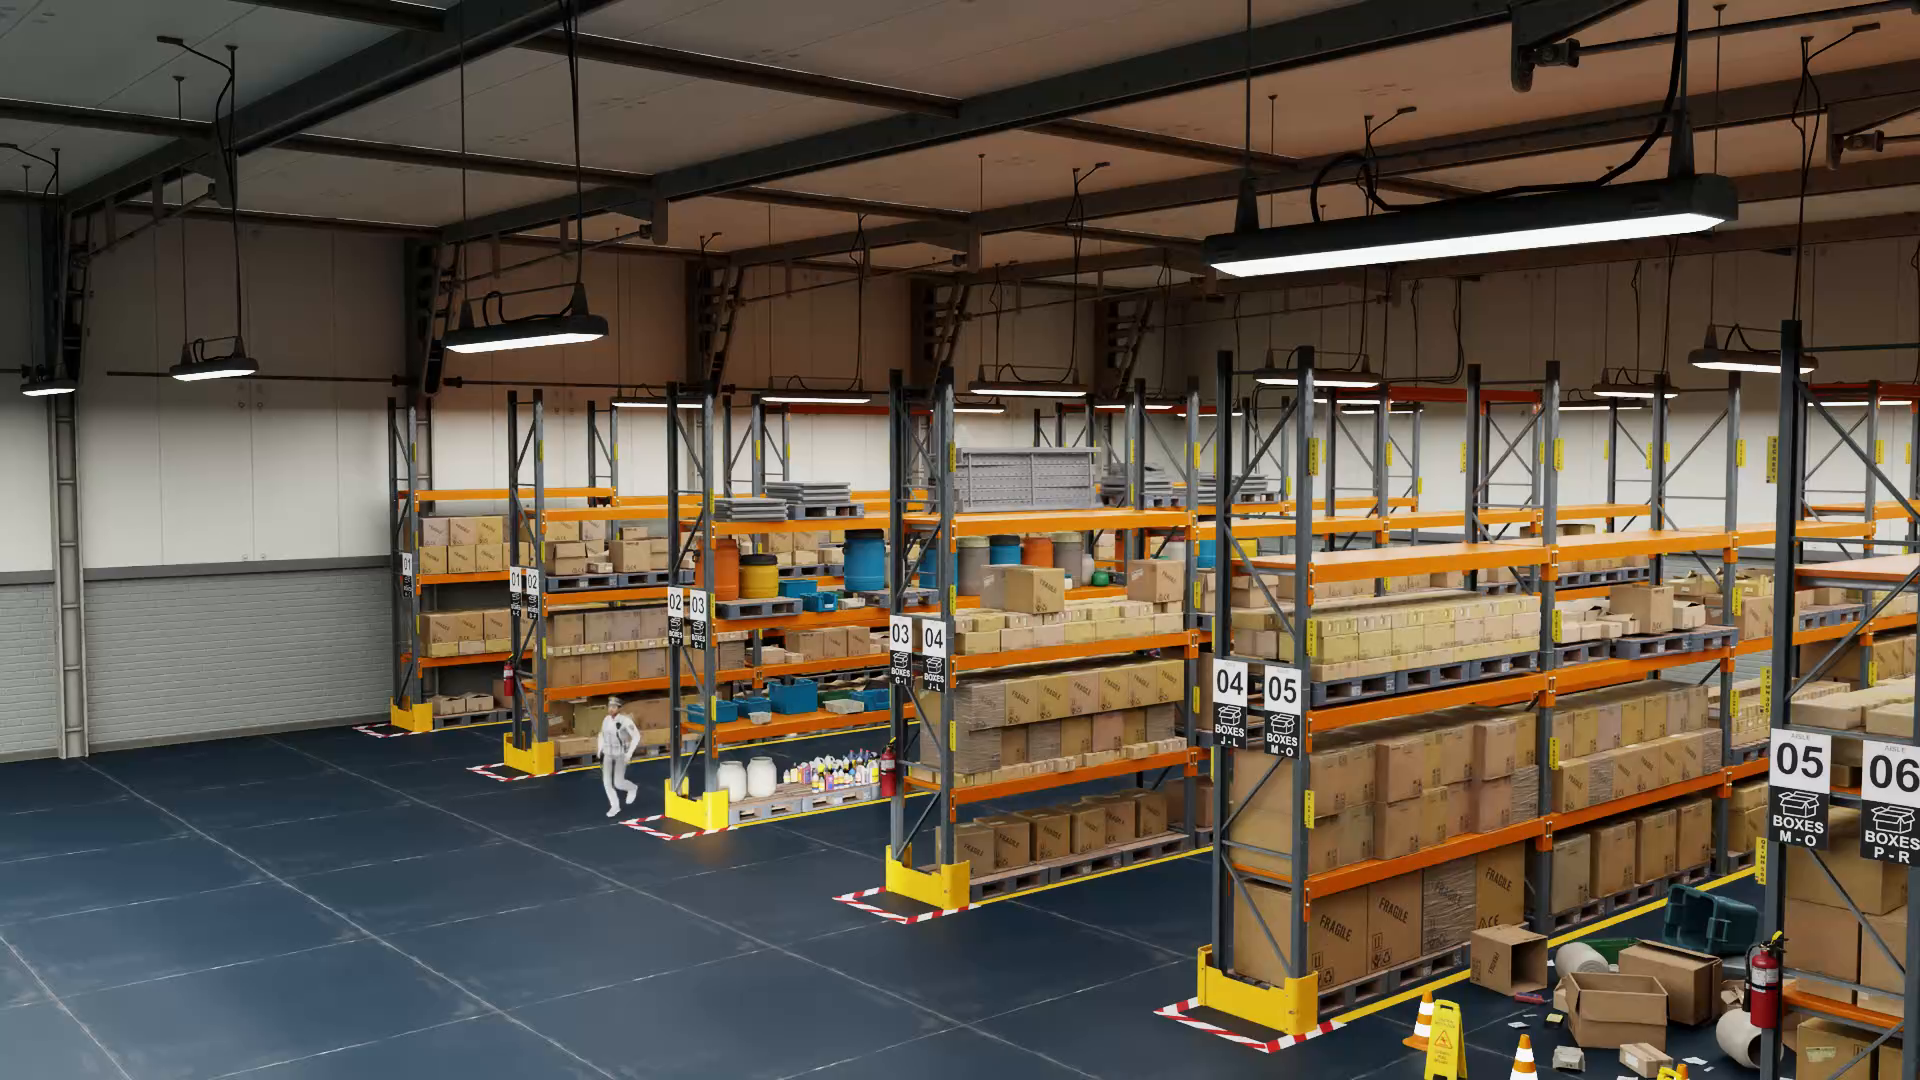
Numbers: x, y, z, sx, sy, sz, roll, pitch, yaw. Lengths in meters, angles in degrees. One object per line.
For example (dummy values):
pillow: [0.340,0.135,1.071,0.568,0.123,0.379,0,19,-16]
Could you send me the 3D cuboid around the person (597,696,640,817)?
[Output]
person: [-4.759,2.991,23.223,0.654,1.663,0.585,1,4,19]
